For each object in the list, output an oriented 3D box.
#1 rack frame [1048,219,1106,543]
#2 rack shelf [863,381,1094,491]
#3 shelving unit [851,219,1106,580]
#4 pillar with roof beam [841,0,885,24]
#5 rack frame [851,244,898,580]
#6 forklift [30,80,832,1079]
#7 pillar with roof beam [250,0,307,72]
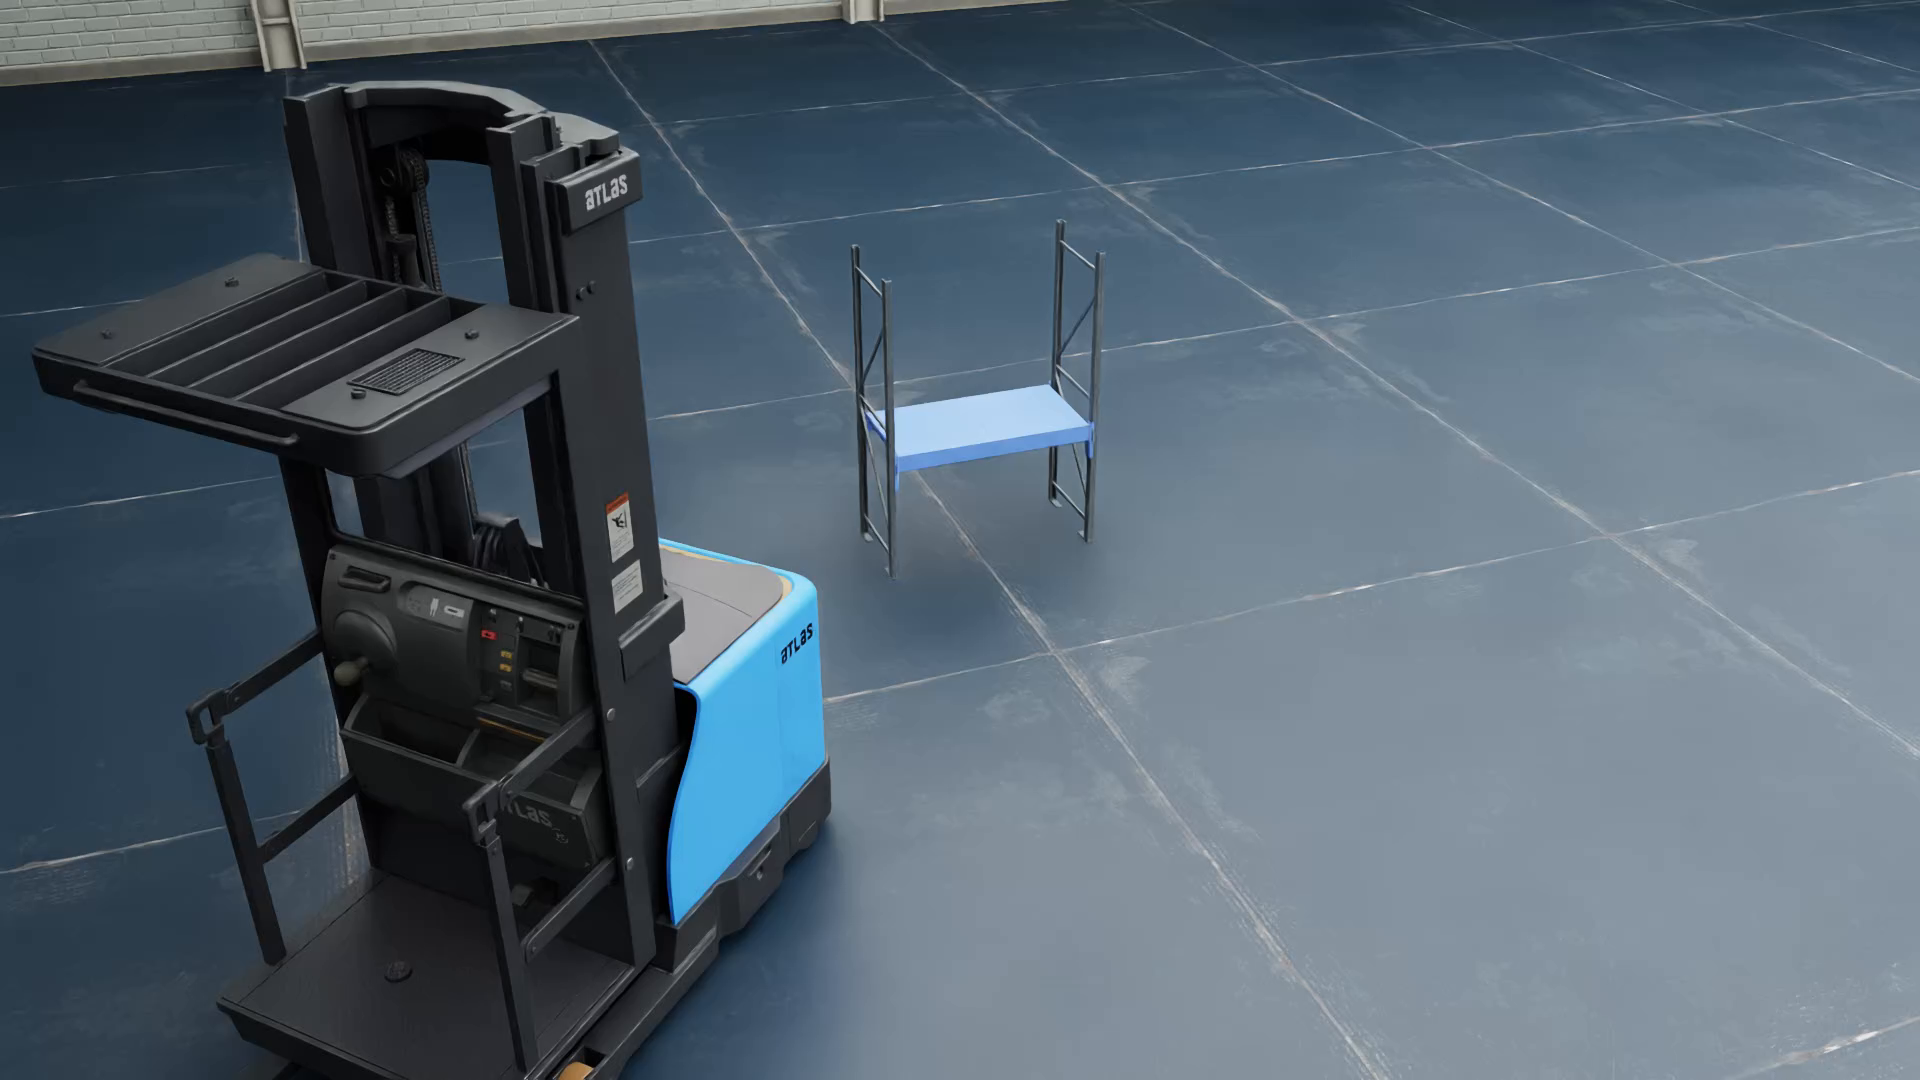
[{"bbox_3d":[0.556,-0.754,8.059,0.032,1.500,0.500,-10,31,-18],"label":"rack frame"},{"bbox_3d":[0.080,-0.510,7.994,1.000,0.185,0.538,-10,31,-18],"label":"rack shelf"},{"bbox_3d":[0.080,-0.666,7.905,1.048,1.500,0.538,-10,31,-18],"label":"shelving unit"},{"bbox_3d":[0.435,-7.645,12.578,0.400,9.000,9.100,-10,31,-18],"label":"pillar with roof beam"},{"bbox_3d":[-0.396,-0.579,7.751,0.032,1.500,0.500,-10,31,-18],"label":"rack frame"},{"bbox_3d":[-1.585,0.343,4.687,1.130,2.935,3.031,14,32,22],"label":"forklift"},{"bbox_3d":[-5.189,-6.609,10.761,0.400,9.000,9.100,-10,31,-18],"label":"pillar with roof beam"}]
